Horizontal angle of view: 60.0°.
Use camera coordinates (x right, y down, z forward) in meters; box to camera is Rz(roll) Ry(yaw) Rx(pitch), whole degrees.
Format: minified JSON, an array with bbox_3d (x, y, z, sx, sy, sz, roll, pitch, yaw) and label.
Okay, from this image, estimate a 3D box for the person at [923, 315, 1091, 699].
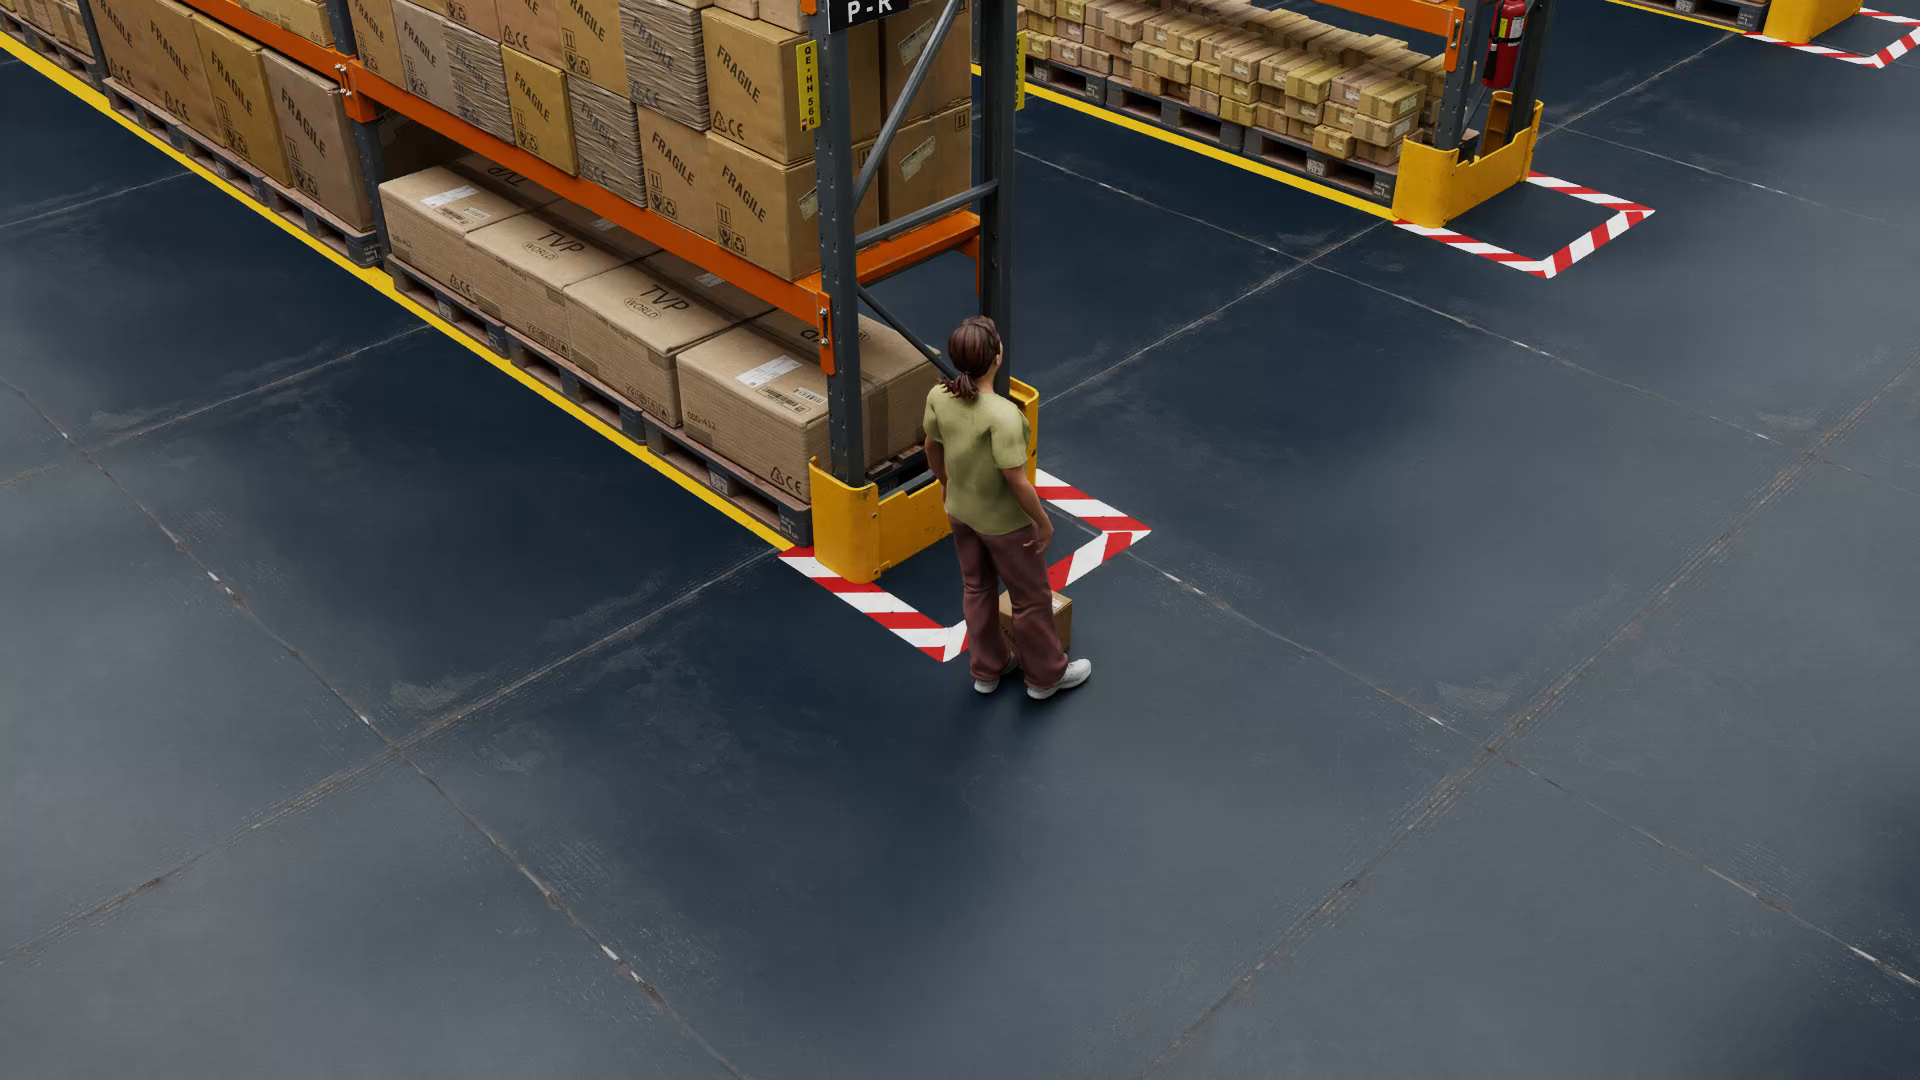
[{"bbox_3d":[0.168,-0.122,6.303,0.554,1.676,0.549,28,44,33],"label":"person"}]
